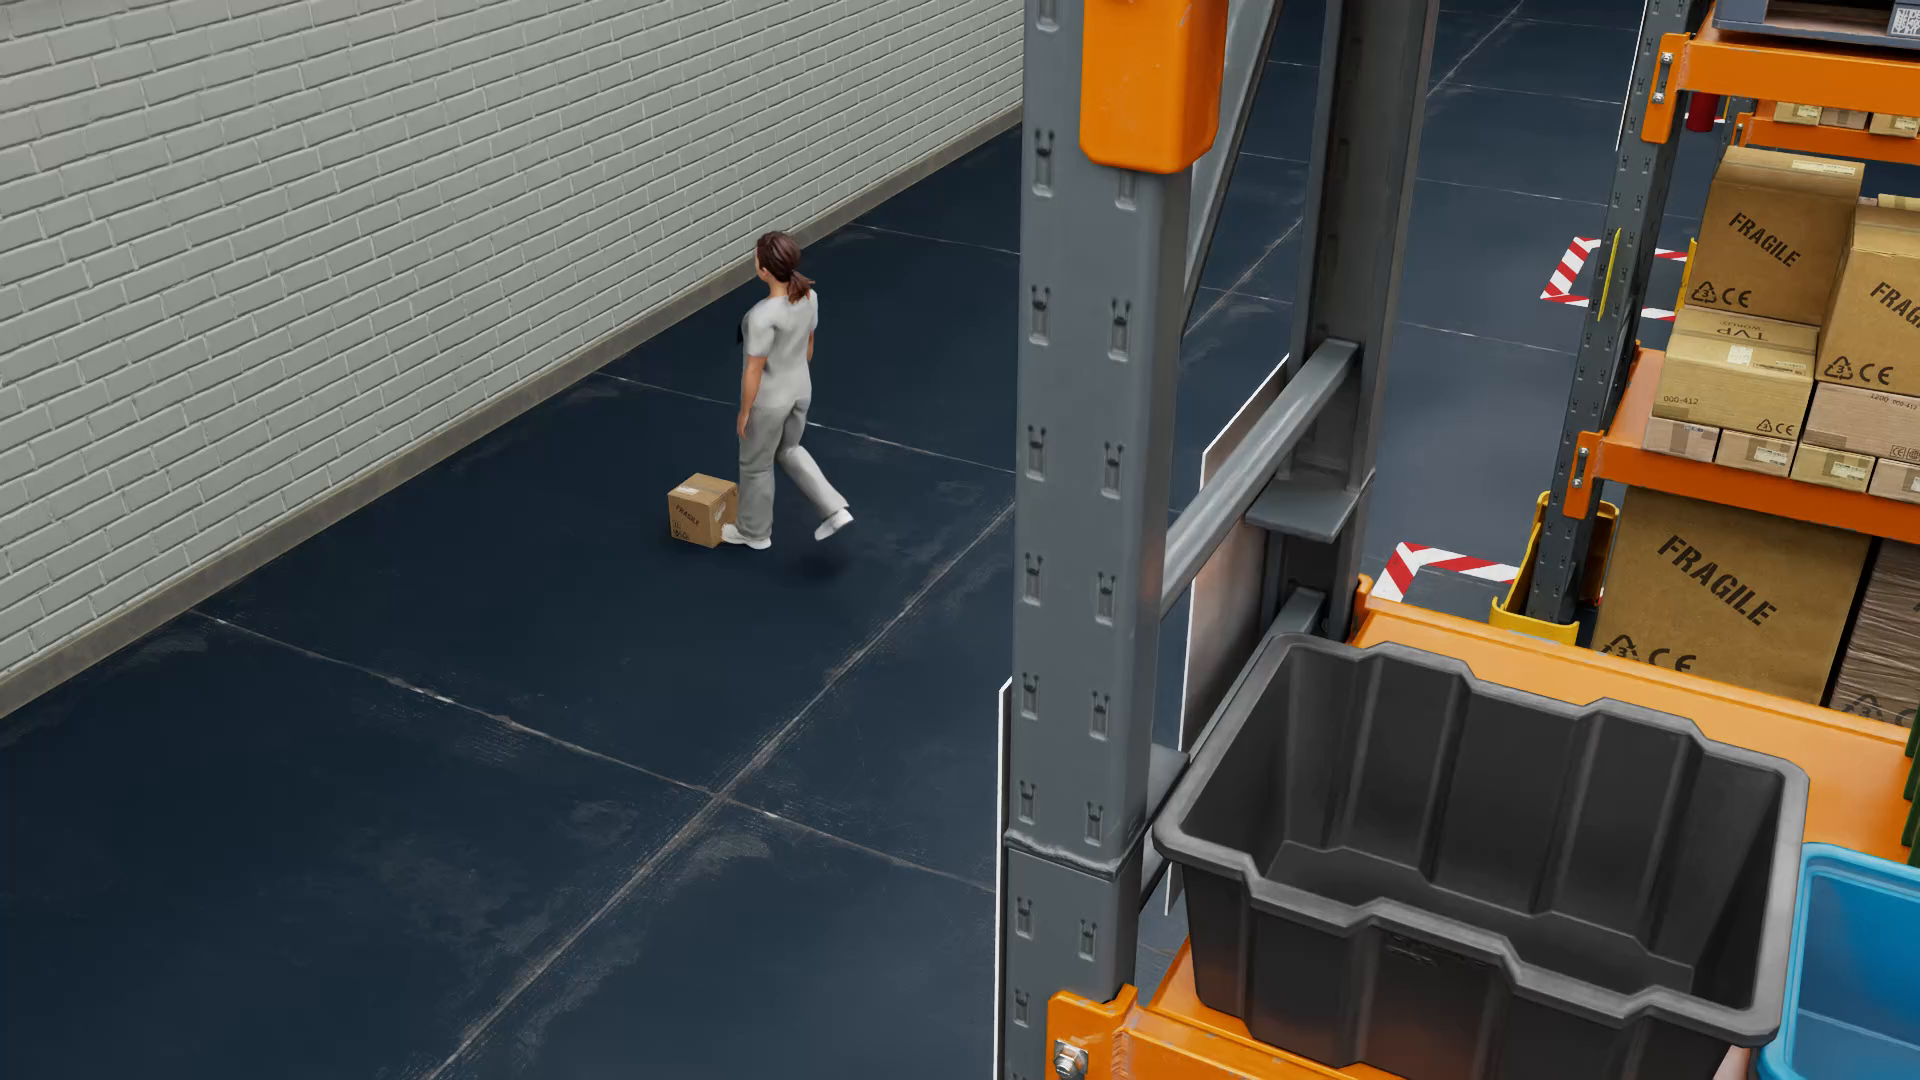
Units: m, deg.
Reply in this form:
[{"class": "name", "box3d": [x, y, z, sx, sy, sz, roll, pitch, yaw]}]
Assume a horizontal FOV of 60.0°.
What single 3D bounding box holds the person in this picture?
[{"class": "person", "box3d": [-0.871, -0.664, 7.771, 0.743, 1.651, 0.462, 20, 35, 30]}]
